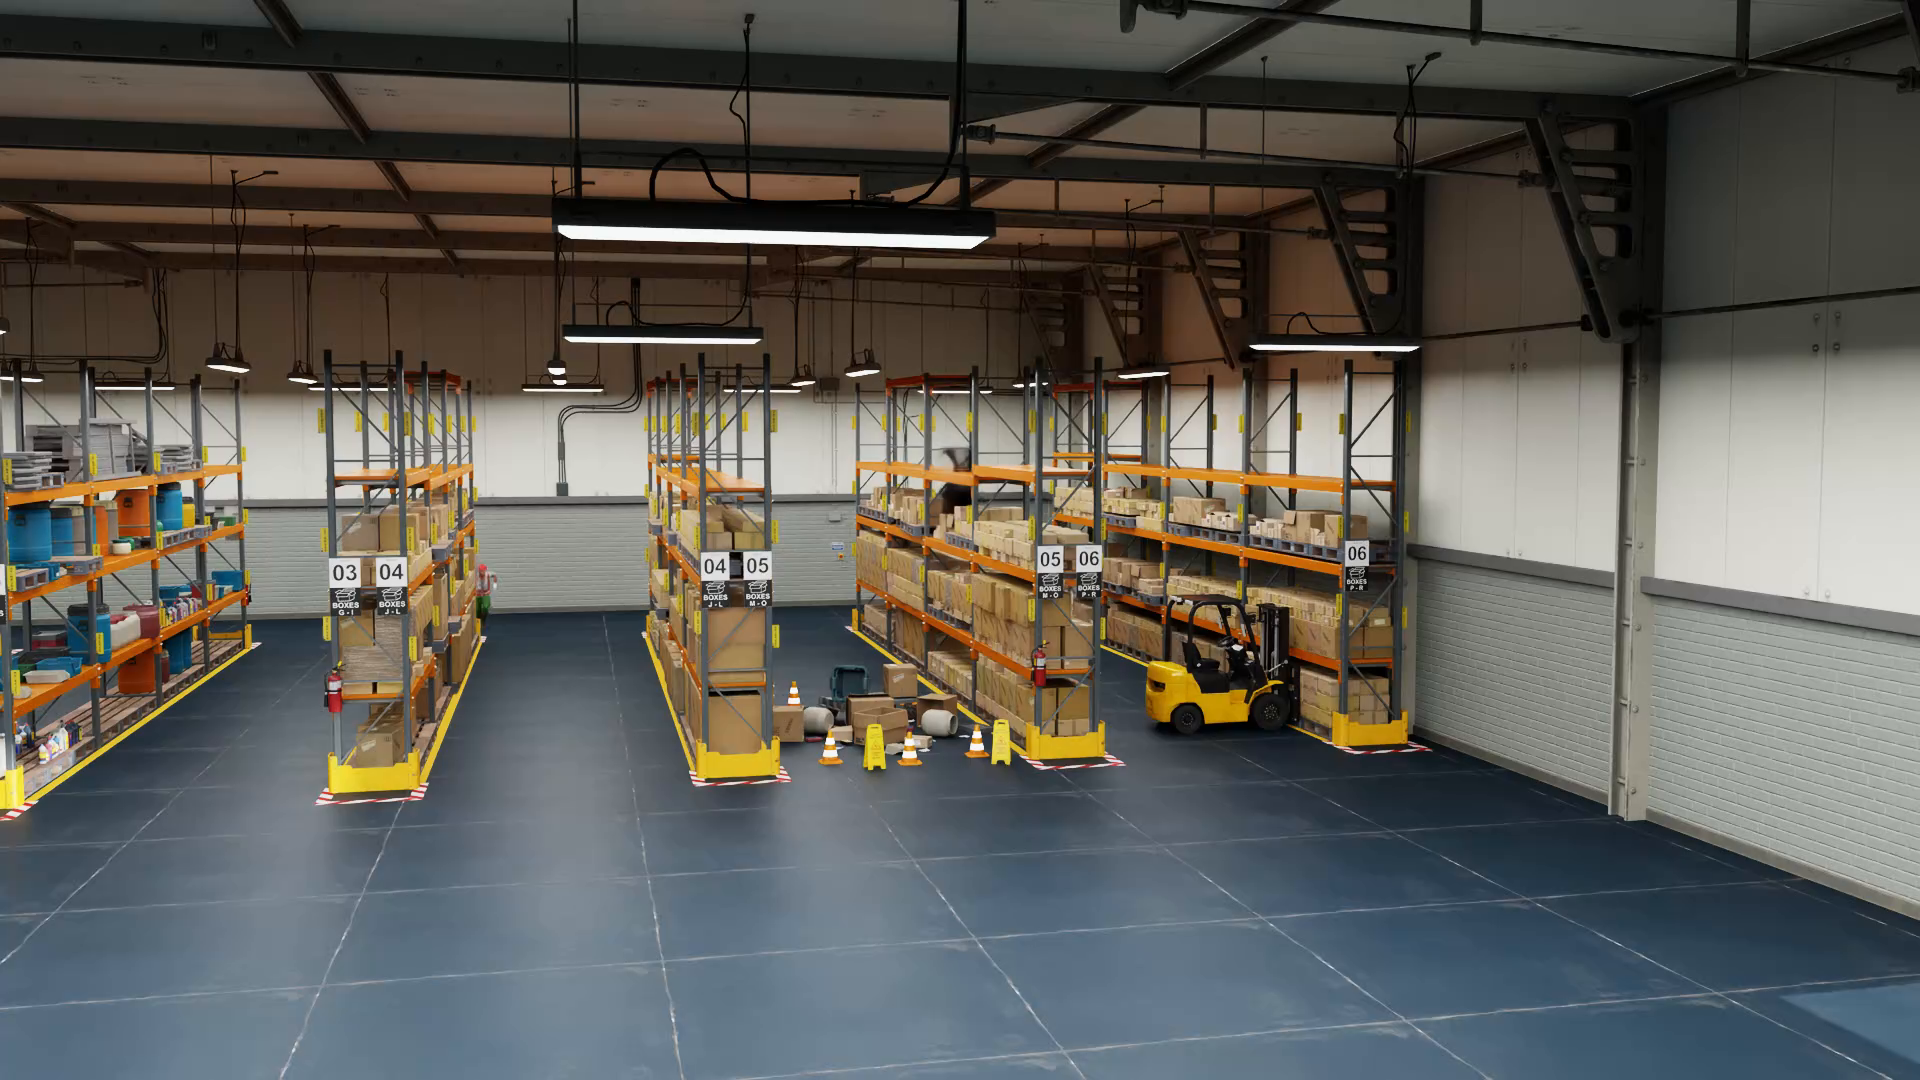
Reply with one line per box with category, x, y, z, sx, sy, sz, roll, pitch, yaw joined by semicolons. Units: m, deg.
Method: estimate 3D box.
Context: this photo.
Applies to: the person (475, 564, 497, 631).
person;-11.553;1.383;40.277;0.695;1.645;0.960;-2;4;-22
